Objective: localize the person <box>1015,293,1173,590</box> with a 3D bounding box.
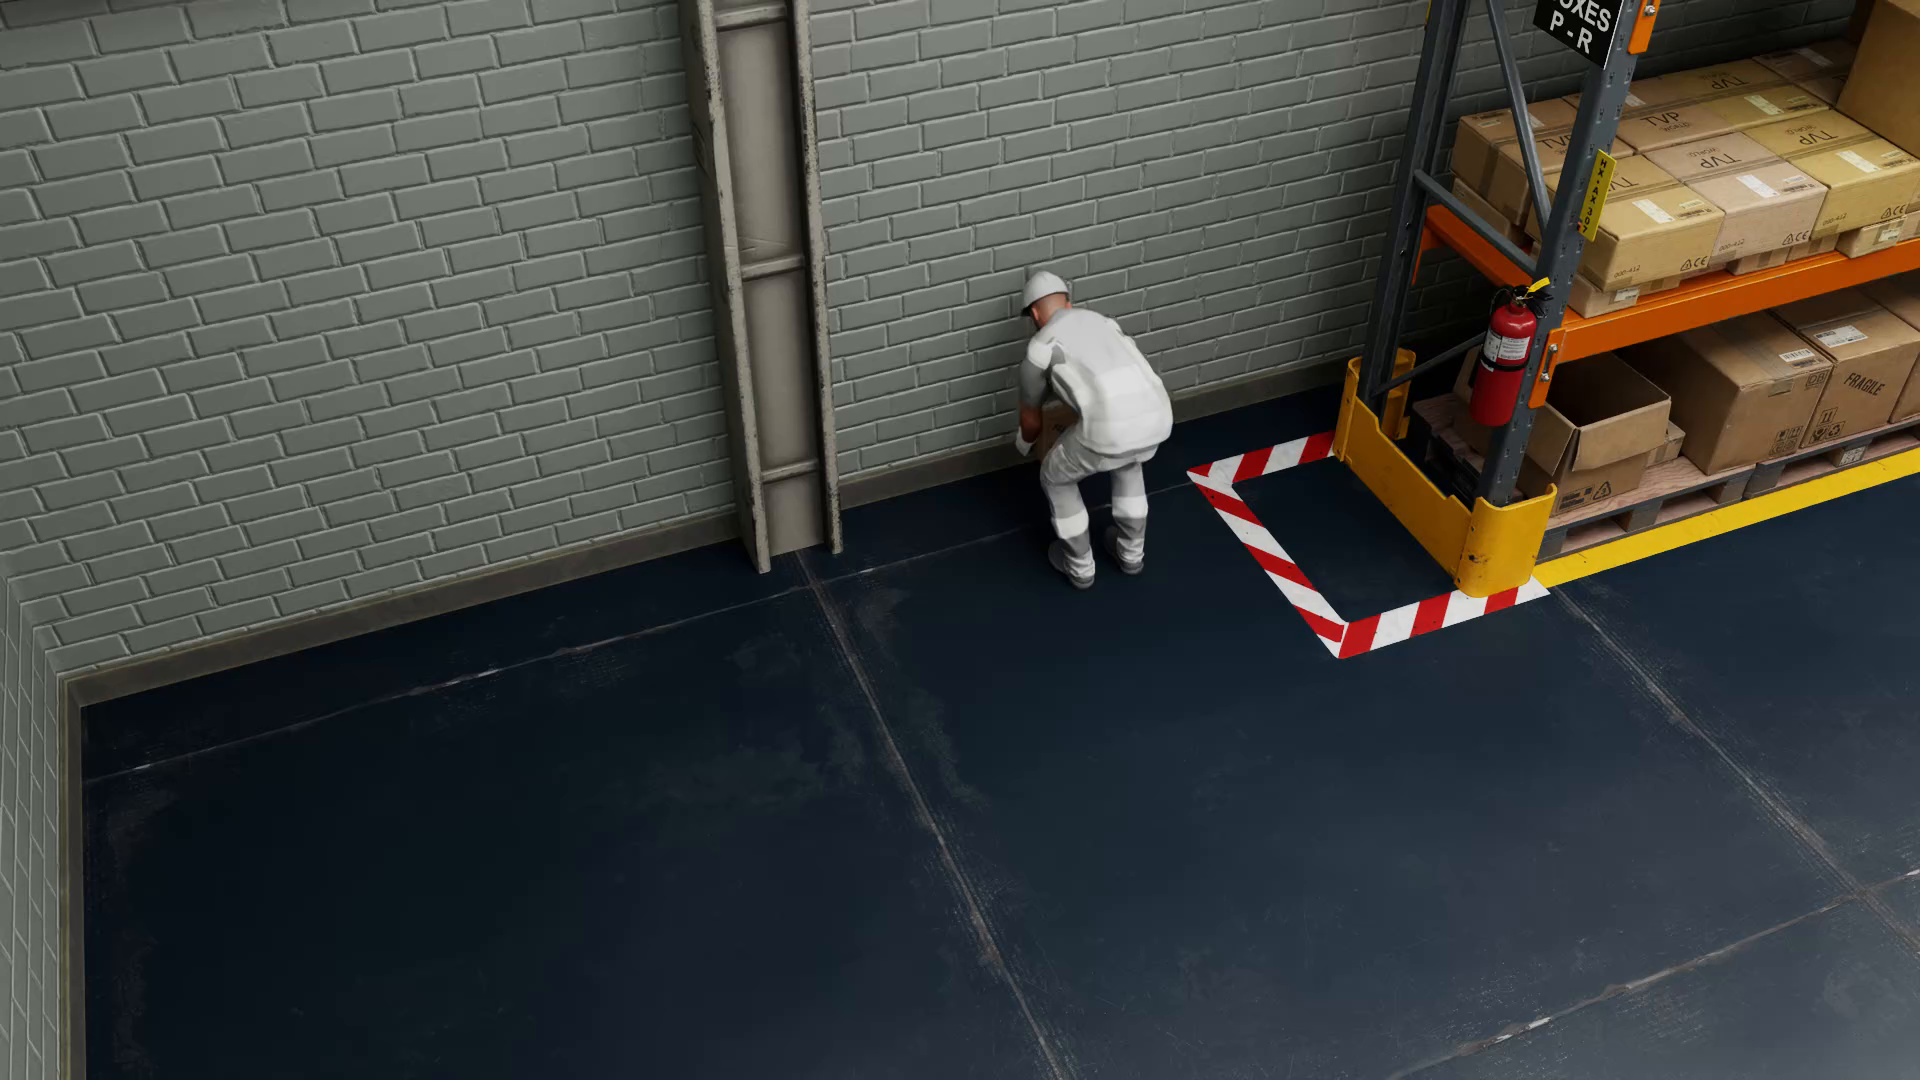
[{"bbox_3d":[0.533,-0.433,7.114,0.517,1.149,0.903,-17,44,-18],"label":"person"}]
